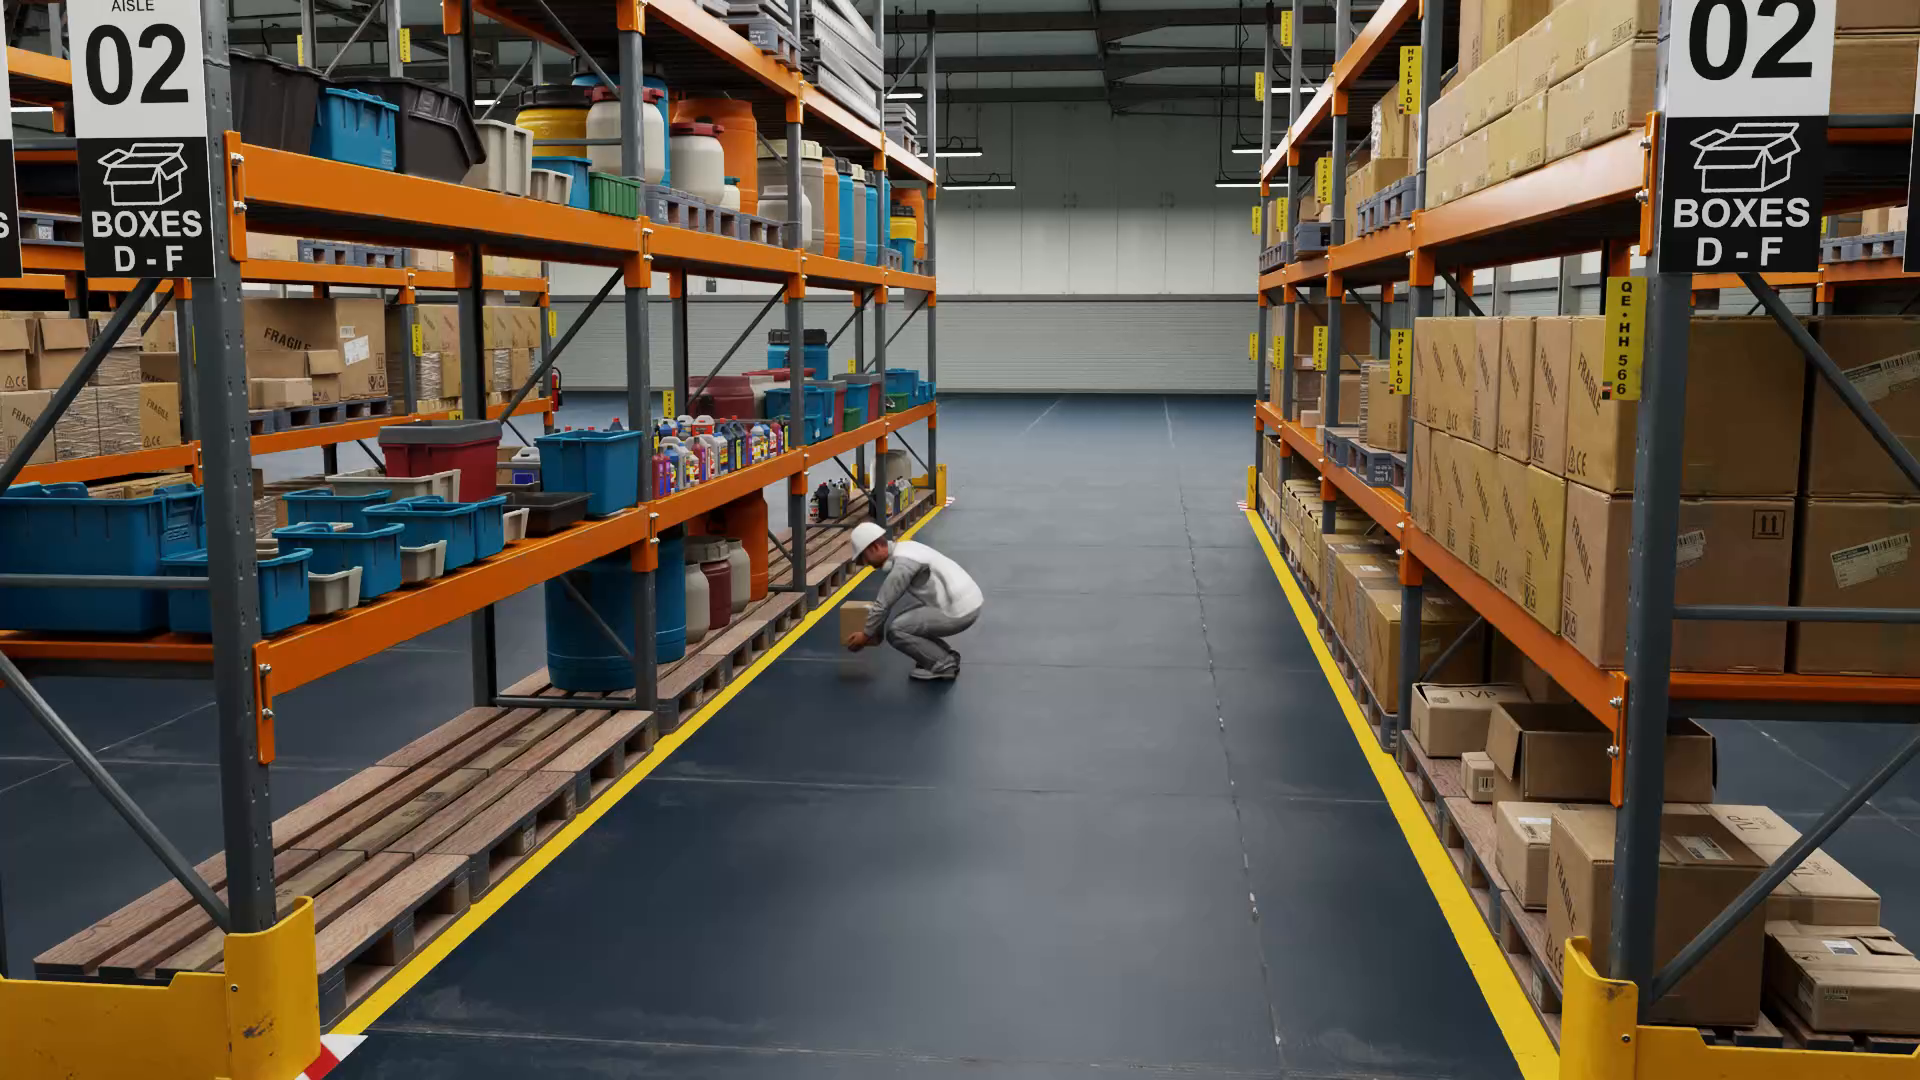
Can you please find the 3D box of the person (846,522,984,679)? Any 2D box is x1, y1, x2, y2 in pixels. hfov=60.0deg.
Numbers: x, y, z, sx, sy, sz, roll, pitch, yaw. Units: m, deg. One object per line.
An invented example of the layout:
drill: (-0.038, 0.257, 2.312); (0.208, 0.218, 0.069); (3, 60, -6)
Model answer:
person: (-0.291, 0.382, 10.765); (0.878, 1.005, 0.540); (1, 8, 6)
